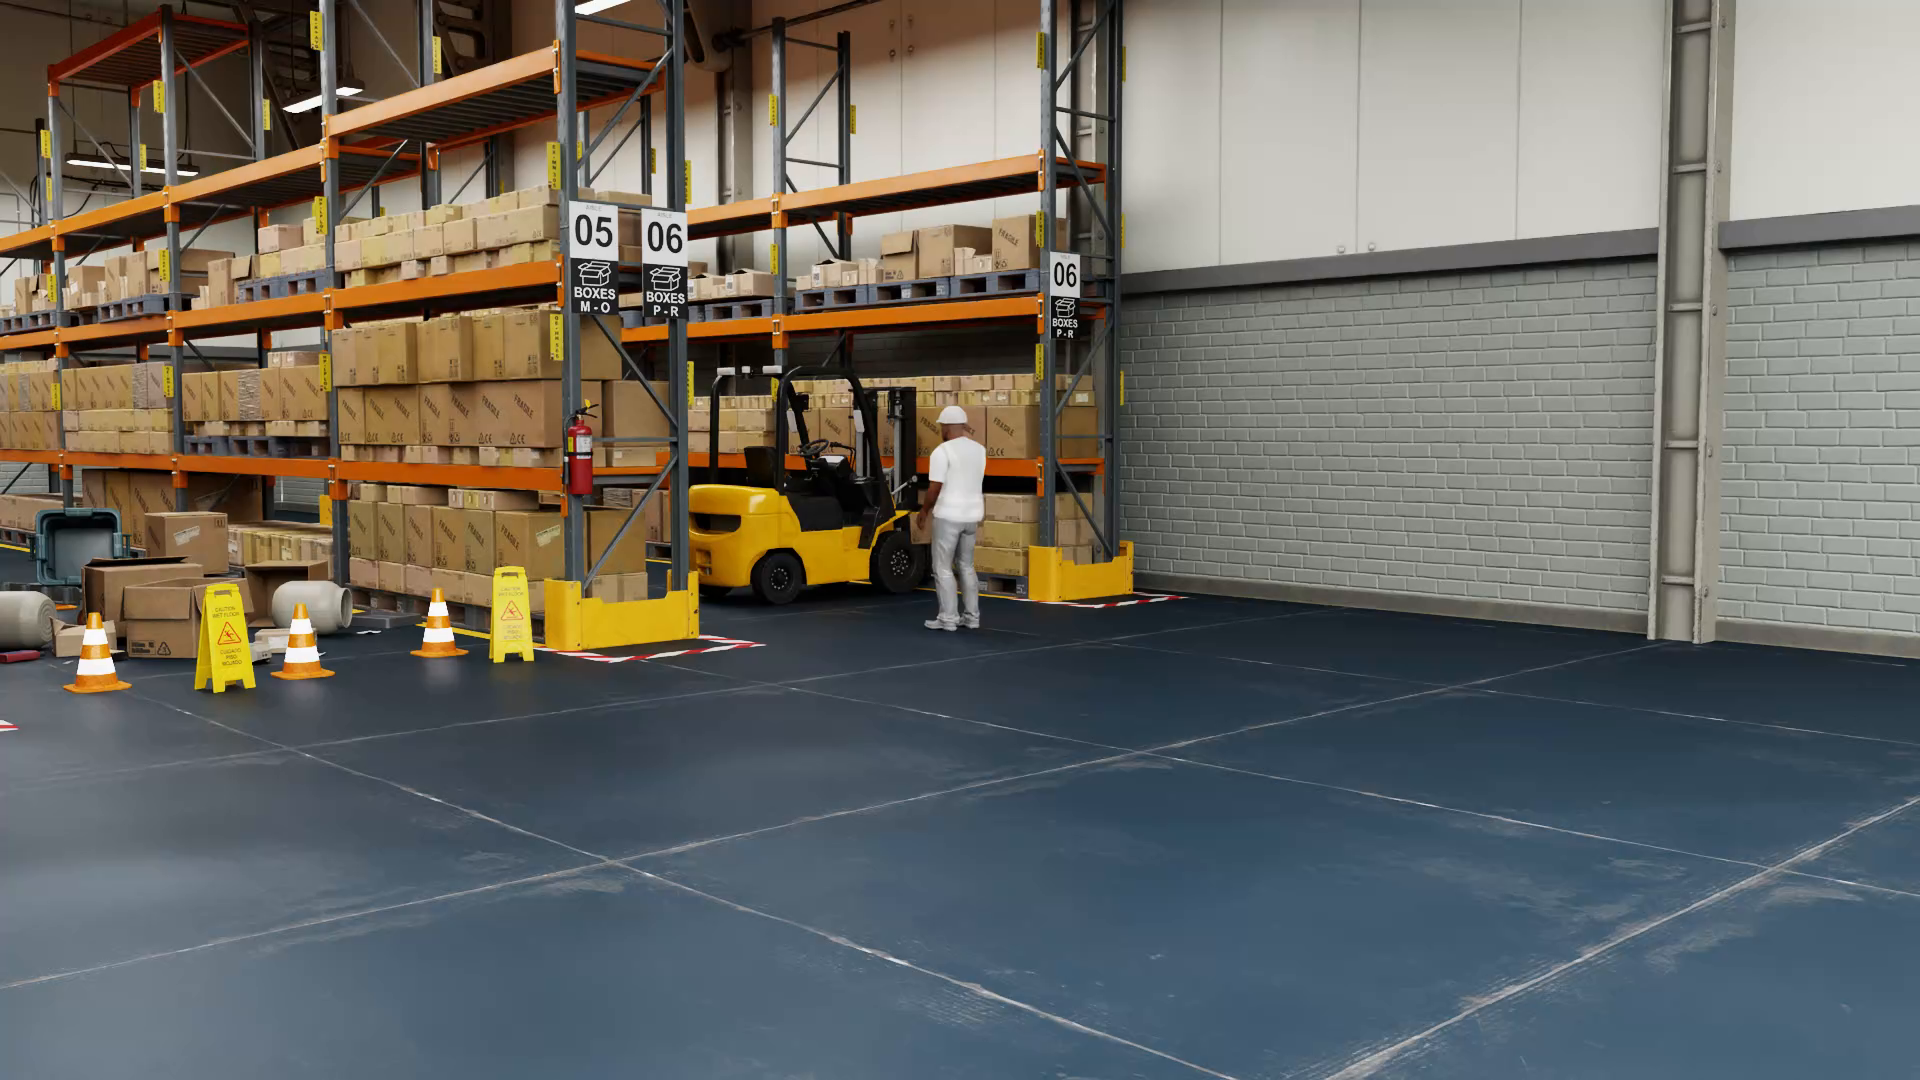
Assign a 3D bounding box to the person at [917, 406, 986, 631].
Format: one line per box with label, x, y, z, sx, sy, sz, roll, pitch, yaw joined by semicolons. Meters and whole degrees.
person;-0.062;-0.175;13.186;0.572;1.767;0.470;-4;5;-45
